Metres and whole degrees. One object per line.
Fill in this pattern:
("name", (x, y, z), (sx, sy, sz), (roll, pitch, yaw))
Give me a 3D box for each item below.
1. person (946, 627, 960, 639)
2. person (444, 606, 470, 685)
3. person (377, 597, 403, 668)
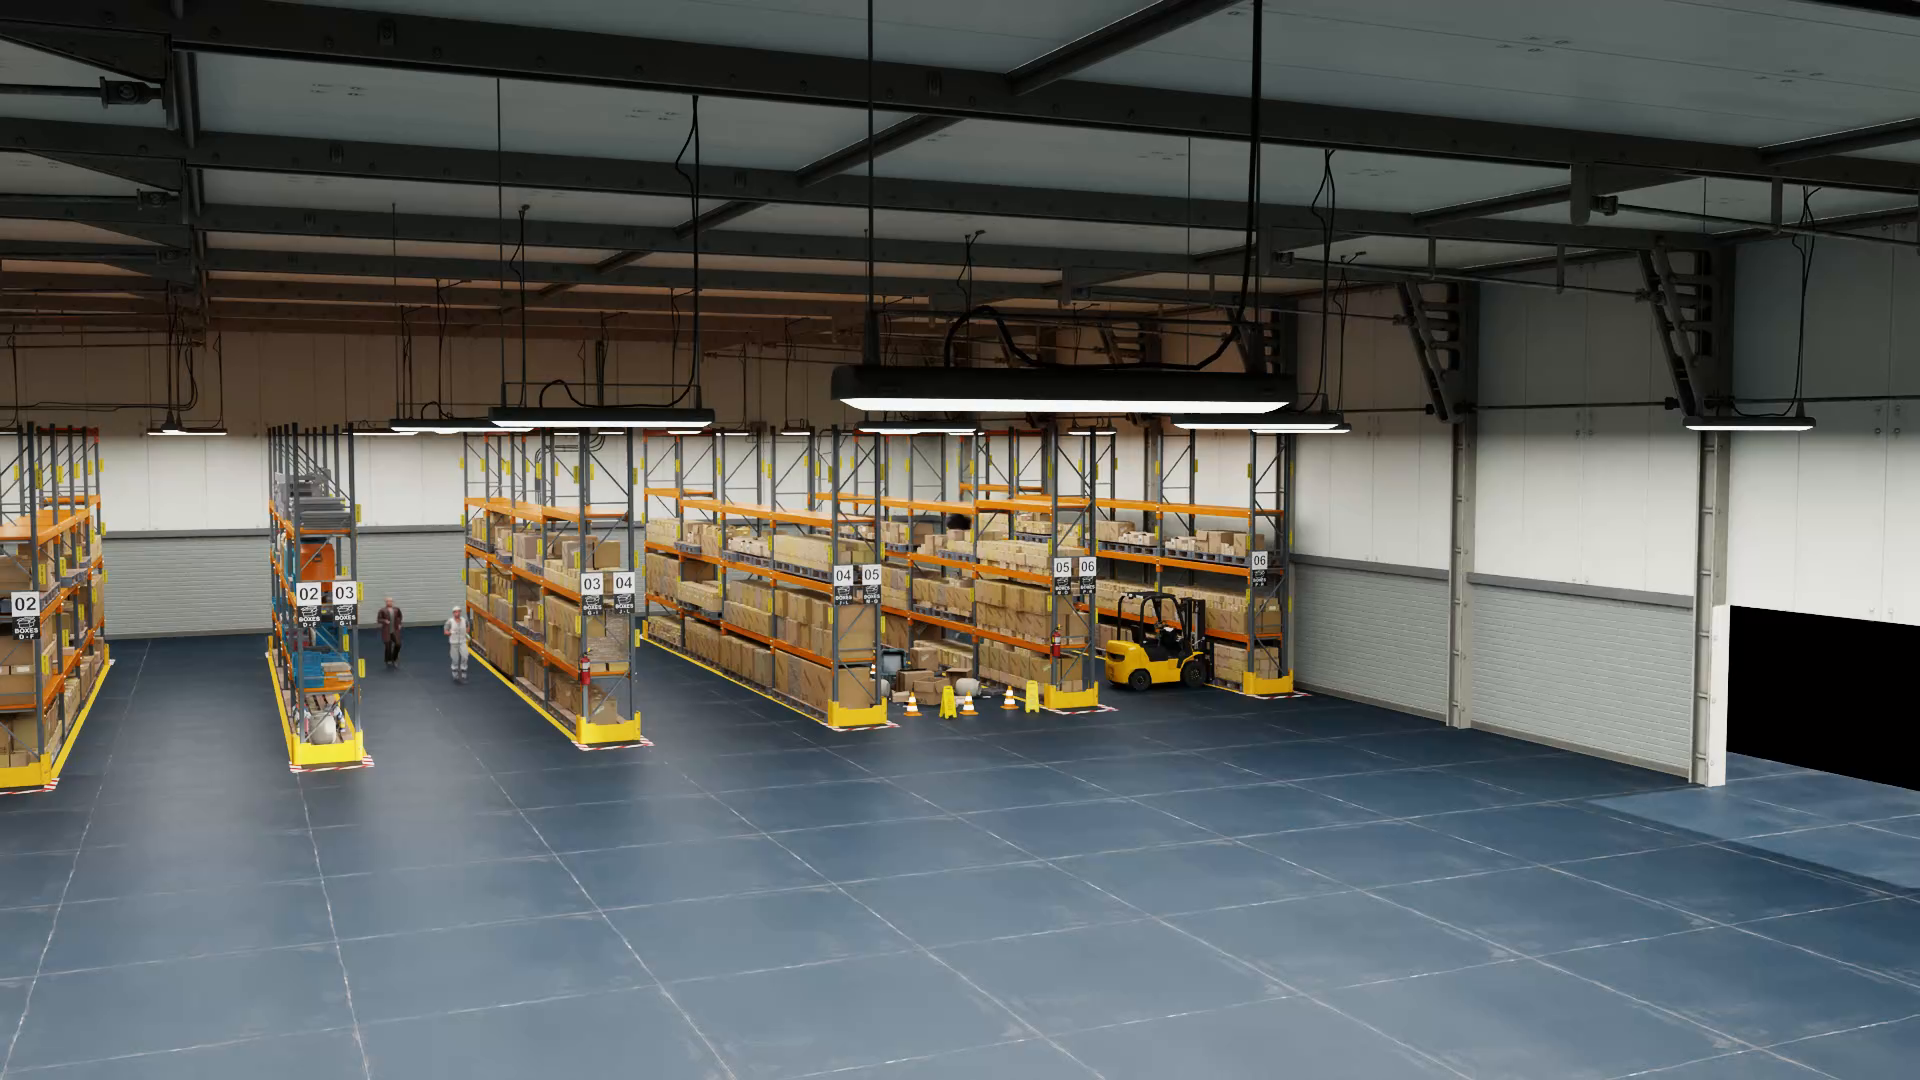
("person", (-0.321, 2.051, 46.488), (0.663, 1.669, 0.708), (-2, 4, -31))
("person", (-11.732, 2.459, 38.853), (0.633, 1.848, 0.793), (-2, 4, -26))
("person", (-14.202, 2.310, 41.539), (0.674, 1.777, 0.753), (-2, 4, -33))
